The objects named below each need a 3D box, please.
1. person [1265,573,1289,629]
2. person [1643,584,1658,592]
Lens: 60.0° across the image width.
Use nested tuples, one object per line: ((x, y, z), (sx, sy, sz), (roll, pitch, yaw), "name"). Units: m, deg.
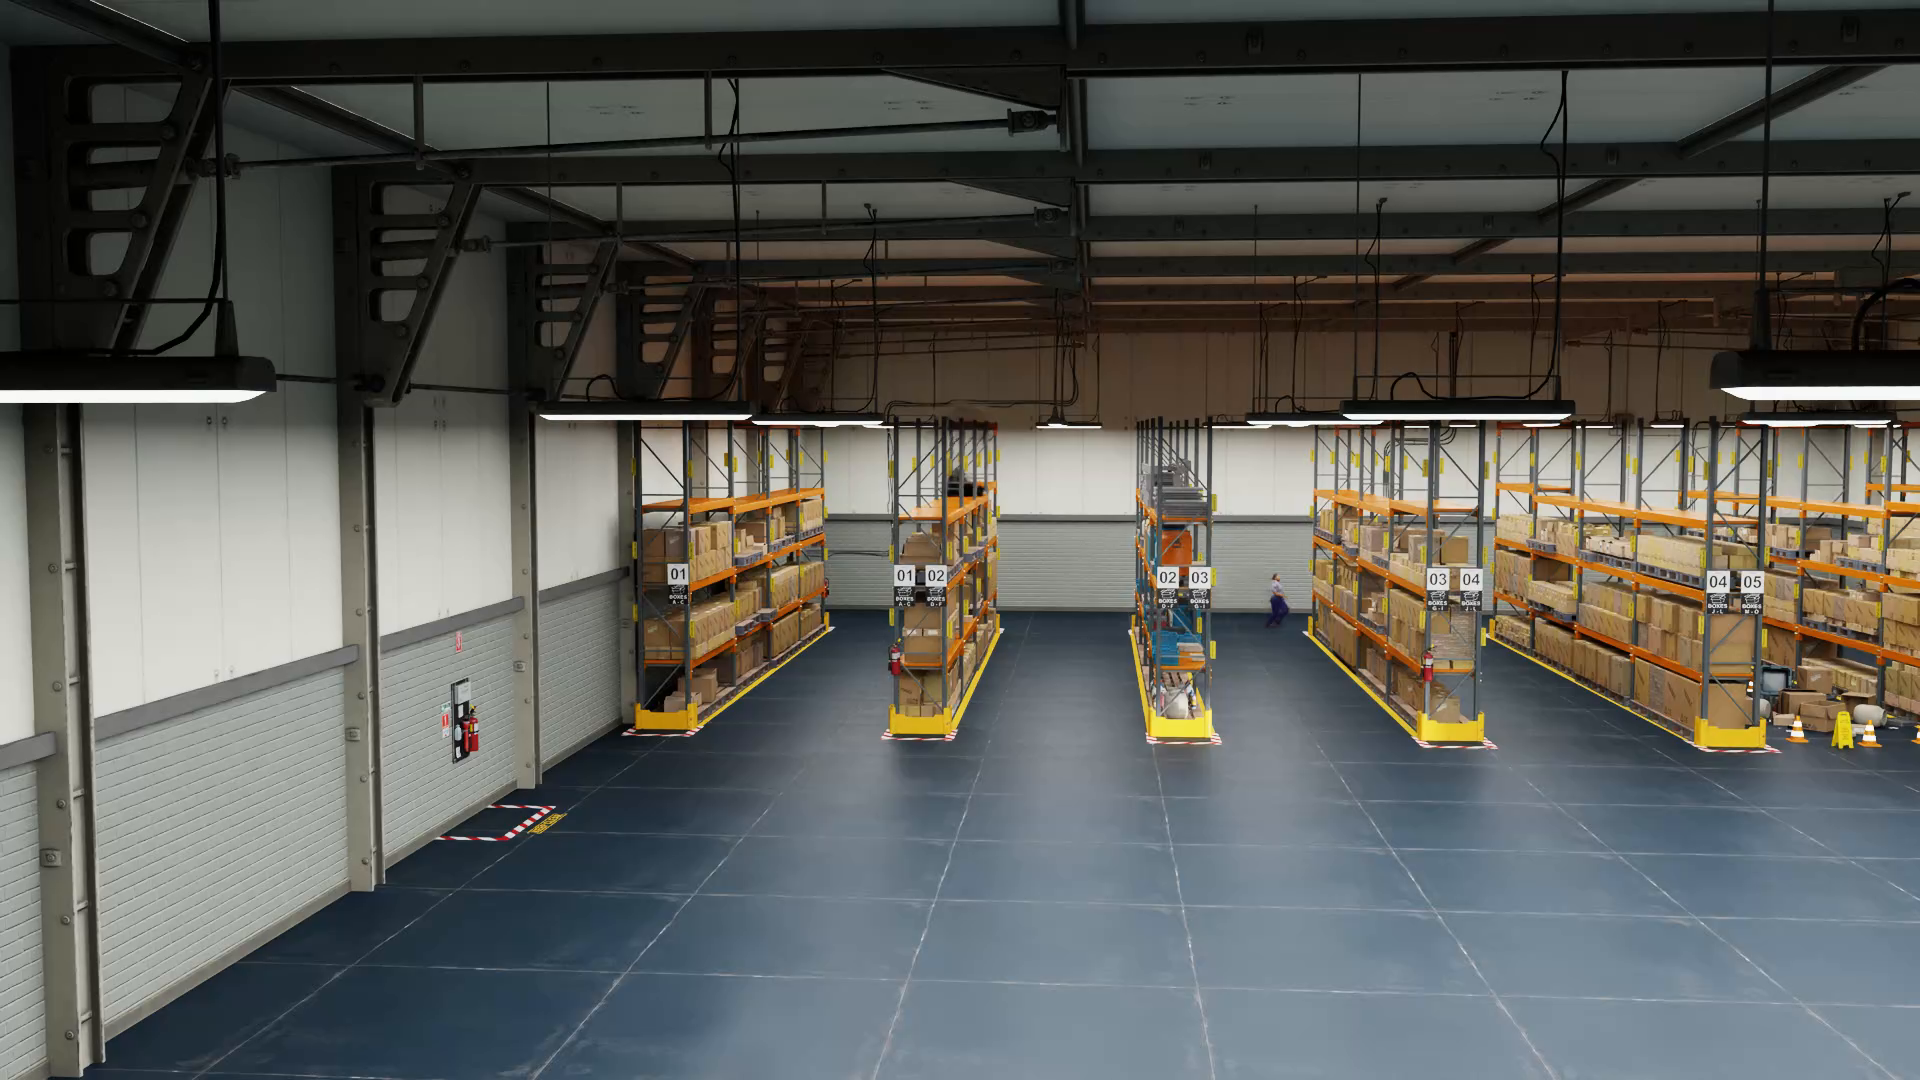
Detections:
((9.202, 1.779, 48.268), (0.655, 1.614, 0.611), (2, 4, 24), "person")
((19.621, 1.774, 47.229), (0.813, 1.830, 0.680), (1, 4, 15), "person")
